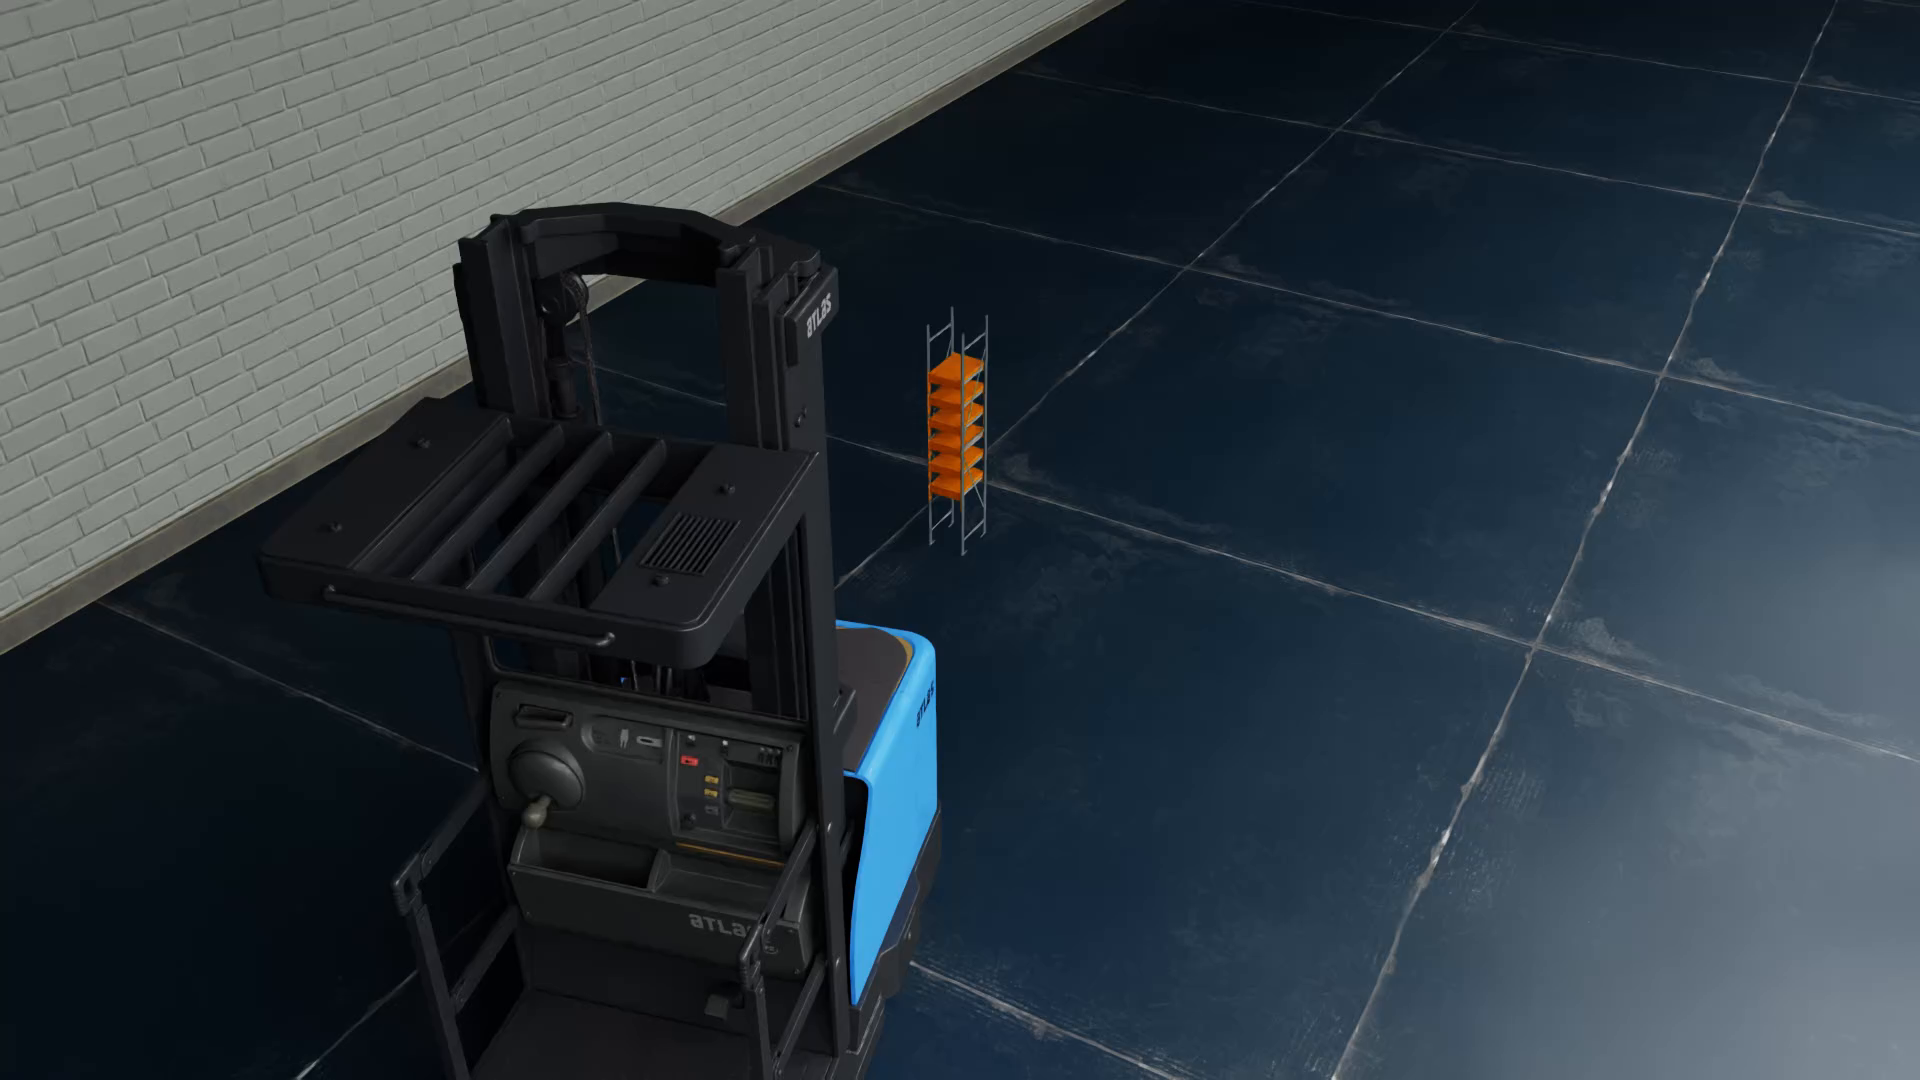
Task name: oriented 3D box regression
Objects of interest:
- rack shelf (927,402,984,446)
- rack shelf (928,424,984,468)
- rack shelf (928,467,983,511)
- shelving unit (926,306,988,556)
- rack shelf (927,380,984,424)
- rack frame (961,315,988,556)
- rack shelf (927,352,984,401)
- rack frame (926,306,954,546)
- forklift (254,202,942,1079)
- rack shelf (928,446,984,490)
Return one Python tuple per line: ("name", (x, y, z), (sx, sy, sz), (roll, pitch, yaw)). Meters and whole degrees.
("rack shelf", (-0.013, -0.566, 7.882), (0.180, 0.103, 0.258), (18, 37, 24))
("rack shelf", (-0.013, -0.466, 7.948), (0.180, 0.103, 0.258), (18, 37, 24))
("rack shelf", (-0.013, -0.267, 8.081), (0.180, 0.103, 0.258), (18, 37, 24))
("shelving unit", (-0.013, -0.503, 7.923), (0.189, 1.200, 0.258), (18, 37, 24))
("rack shelf", (-0.013, -0.666, 7.815), (0.180, 0.103, 0.258), (18, 37, 24))
("rack frame", (0.067, -0.478, 7.886), (0.006, 1.200, 0.240), (18, 37, 24))
("rack shelf", (-0.013, -0.766, 7.749), (0.180, 0.103, 0.258), (18, 37, 24))
("rack frame", (-0.092, -0.529, 7.961), (0.006, 1.200, 0.240), (18, 37, 24))
("forklift", (-0.950, 0.722, 4.521), (1.130, 2.935, 3.031), (9, 35, 13))
("rack shelf", (-0.013, -0.367, 8.015), (0.180, 0.103, 0.258), (18, 37, 24))
